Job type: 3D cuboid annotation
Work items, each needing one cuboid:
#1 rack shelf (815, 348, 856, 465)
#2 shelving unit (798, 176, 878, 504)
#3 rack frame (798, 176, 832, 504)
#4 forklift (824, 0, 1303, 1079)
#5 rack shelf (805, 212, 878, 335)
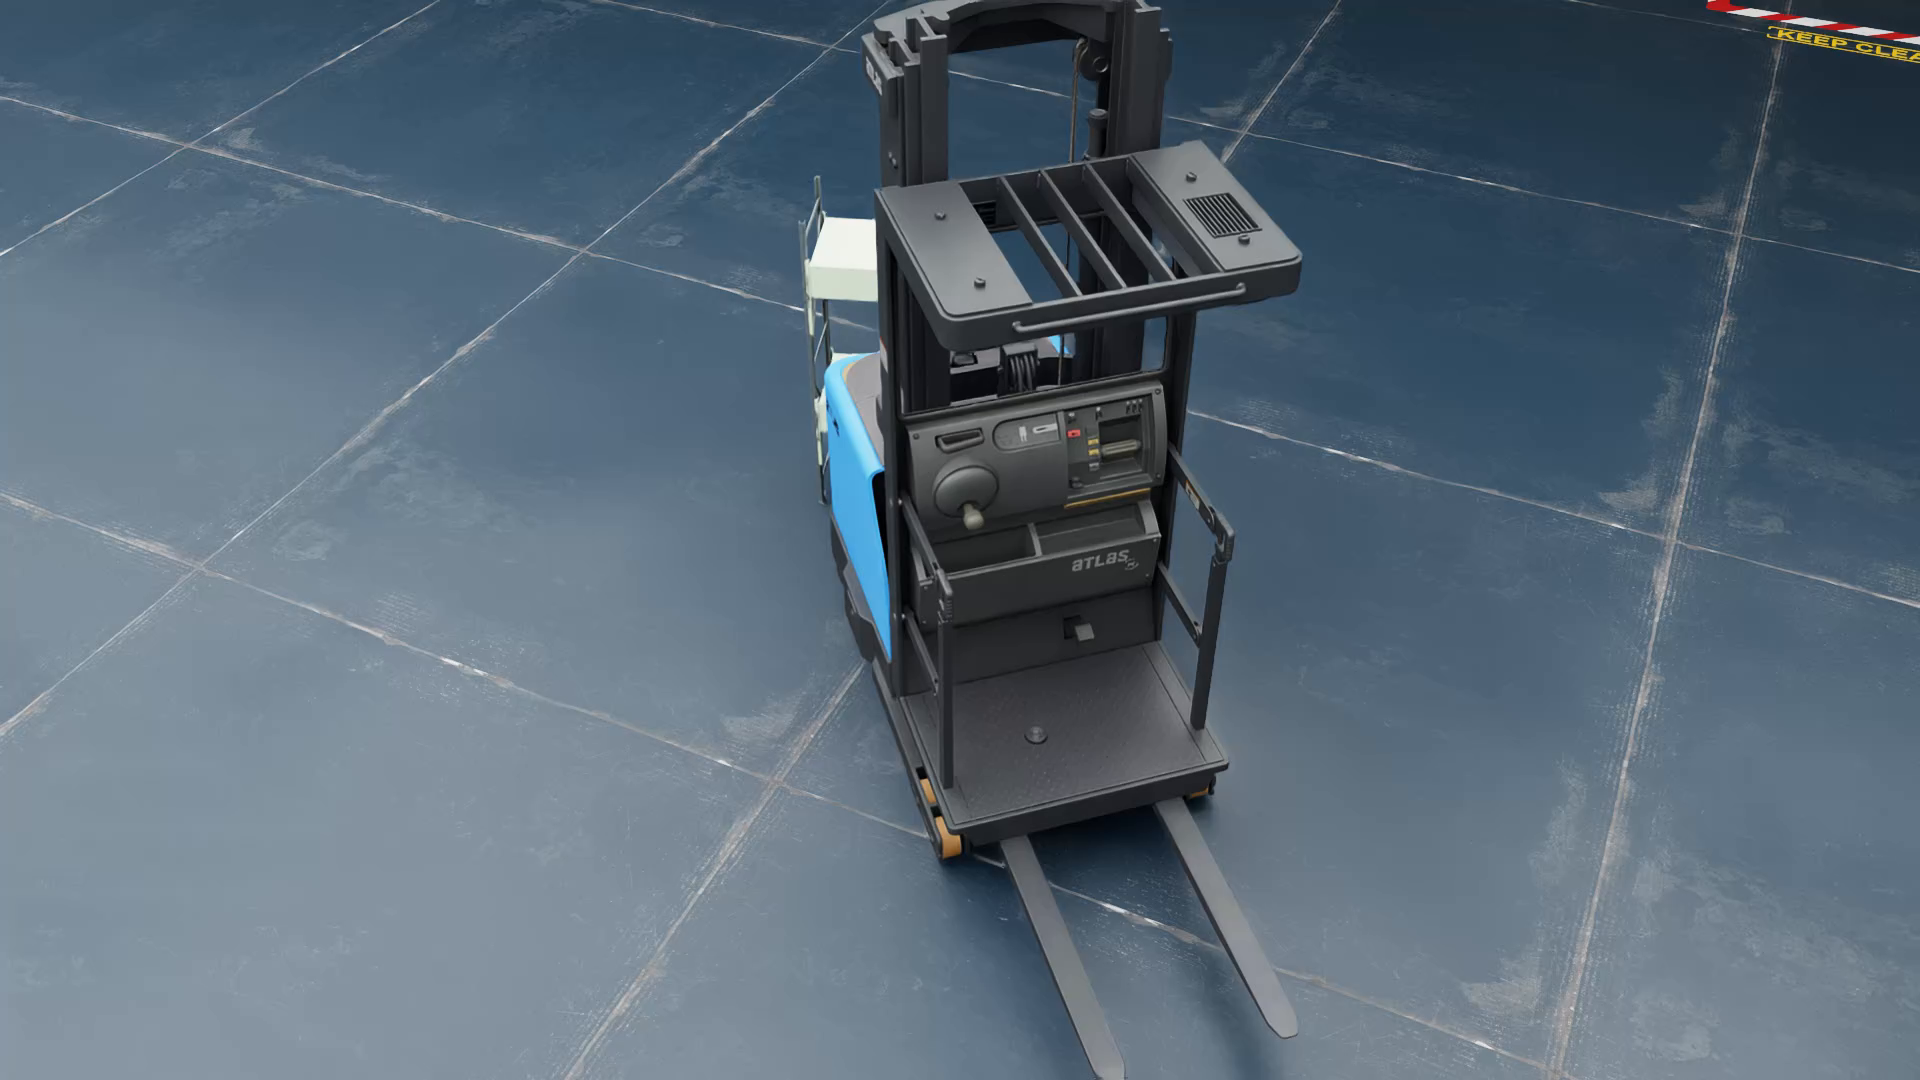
[{"bbox_3d":[-0.269,-0.595,7.673,0.720,0.370,0.431,4,41,5],"label":"rack shelf"},{"bbox_3d":[-0.269,-0.841,7.460,0.755,1.500,0.431,4,41,5],"label":"shelving unit"},{"bbox_3d":[-0.633,-0.868,7.490,0.023,1.500,0.400,4,41,5],"label":"rack frame"},{"bbox_3d":[0.345,-0.209,5.637,1.130,2.935,3.031,-11,42,-13],"label":"forklift"},{"bbox_3d":[-0.269,-1.136,7.204,0.720,0.370,0.431,4,41,5],"label":"rack shelf"}]
